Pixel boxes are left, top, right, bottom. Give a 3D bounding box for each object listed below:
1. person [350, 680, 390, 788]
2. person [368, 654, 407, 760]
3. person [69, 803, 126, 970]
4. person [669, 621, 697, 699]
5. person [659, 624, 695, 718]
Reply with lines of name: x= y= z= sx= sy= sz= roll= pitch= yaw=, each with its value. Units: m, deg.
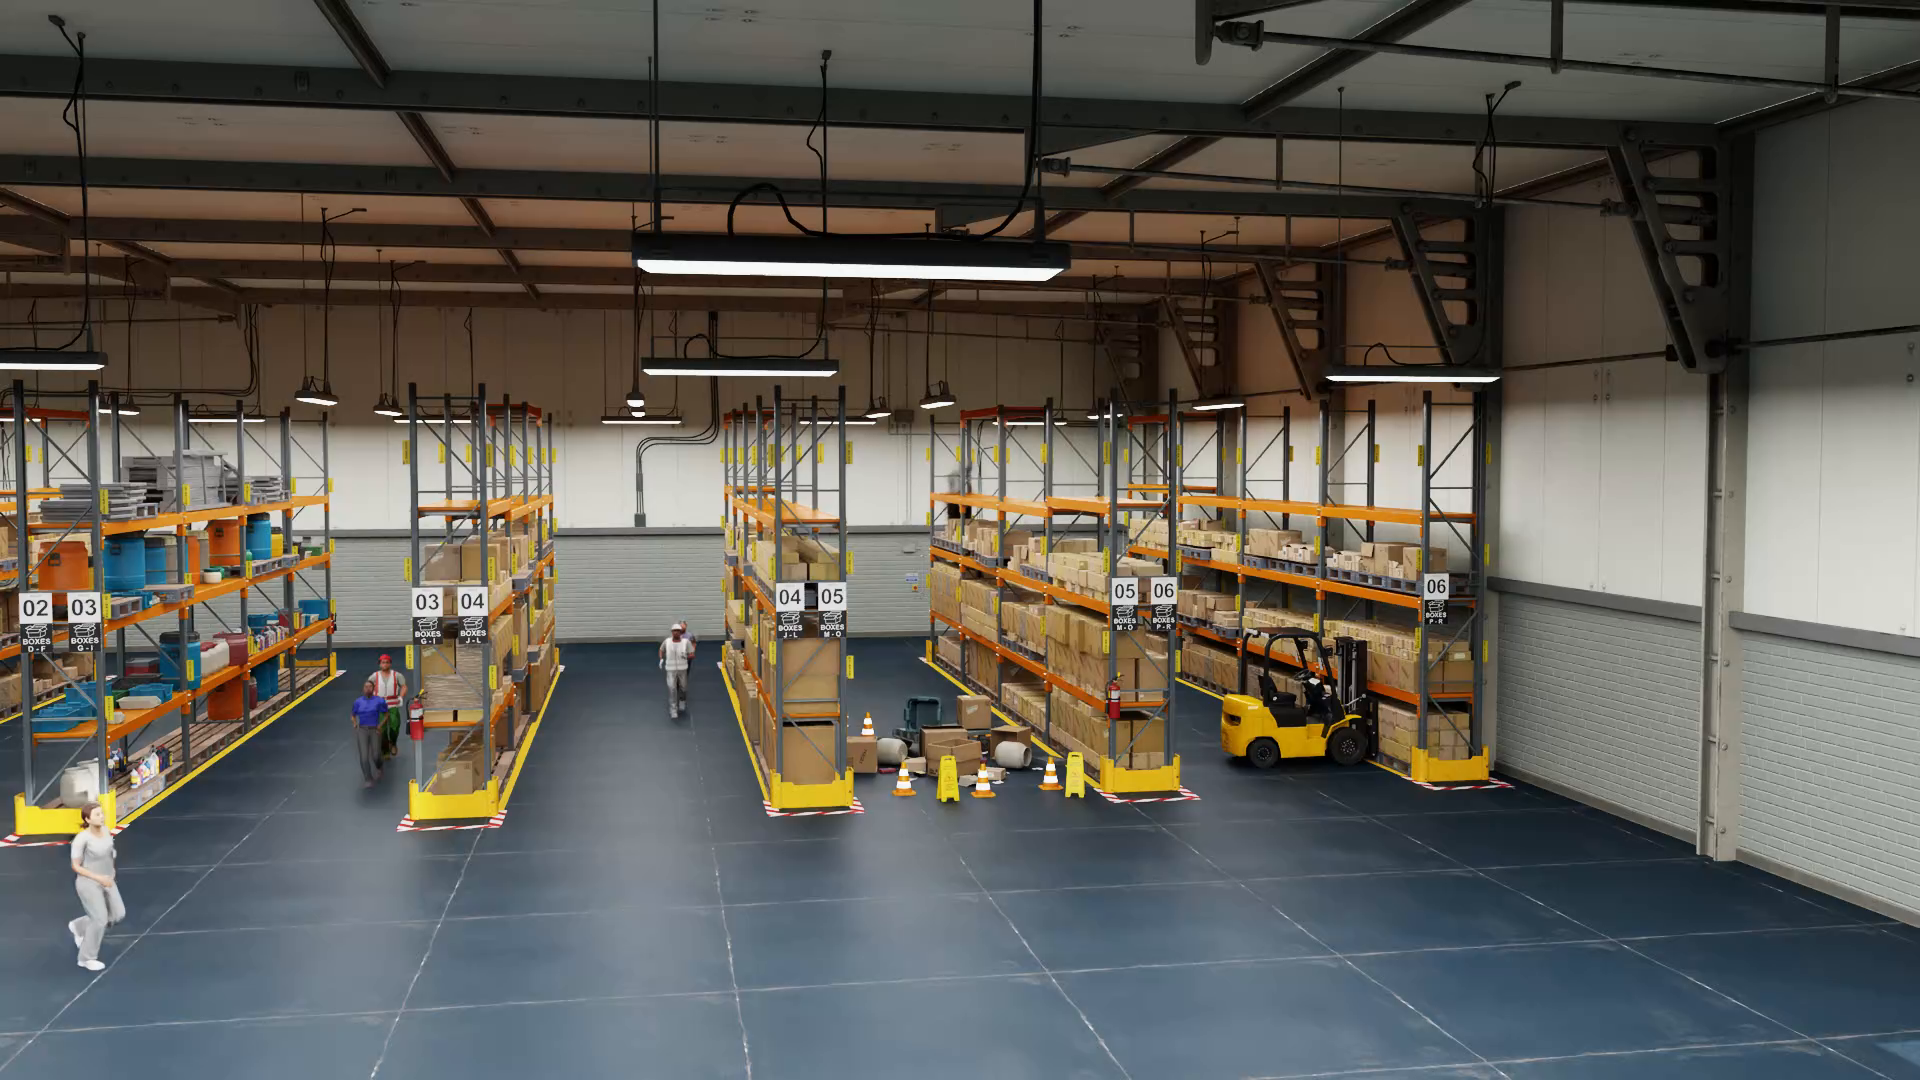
person: x=-8.933 y=2.929 z=25.155 sx=0.573 sy=1.591 sz=0.584 roll=-1 pitch=3 yaw=-11
person: x=-9.385 y=2.745 z=27.221 sx=0.648 sy=1.740 sz=0.598 roll=-1 pitch=3 yaw=-19
person: x=-8.461 y=3.370 z=16.262 sx=0.632 sy=1.632 sz=0.584 roll=1 pitch=3 yaw=15
person: x=-5.766 y=2.470 z=34.486 sx=0.625 sy=1.608 sz=0.592 roll=-1 pitch=3 yaw=-18
person: x=-5.419 y=2.487 z=31.823 sx=0.693 sy=1.762 sz=0.986 roll=0 pitch=3 yaw=-9
